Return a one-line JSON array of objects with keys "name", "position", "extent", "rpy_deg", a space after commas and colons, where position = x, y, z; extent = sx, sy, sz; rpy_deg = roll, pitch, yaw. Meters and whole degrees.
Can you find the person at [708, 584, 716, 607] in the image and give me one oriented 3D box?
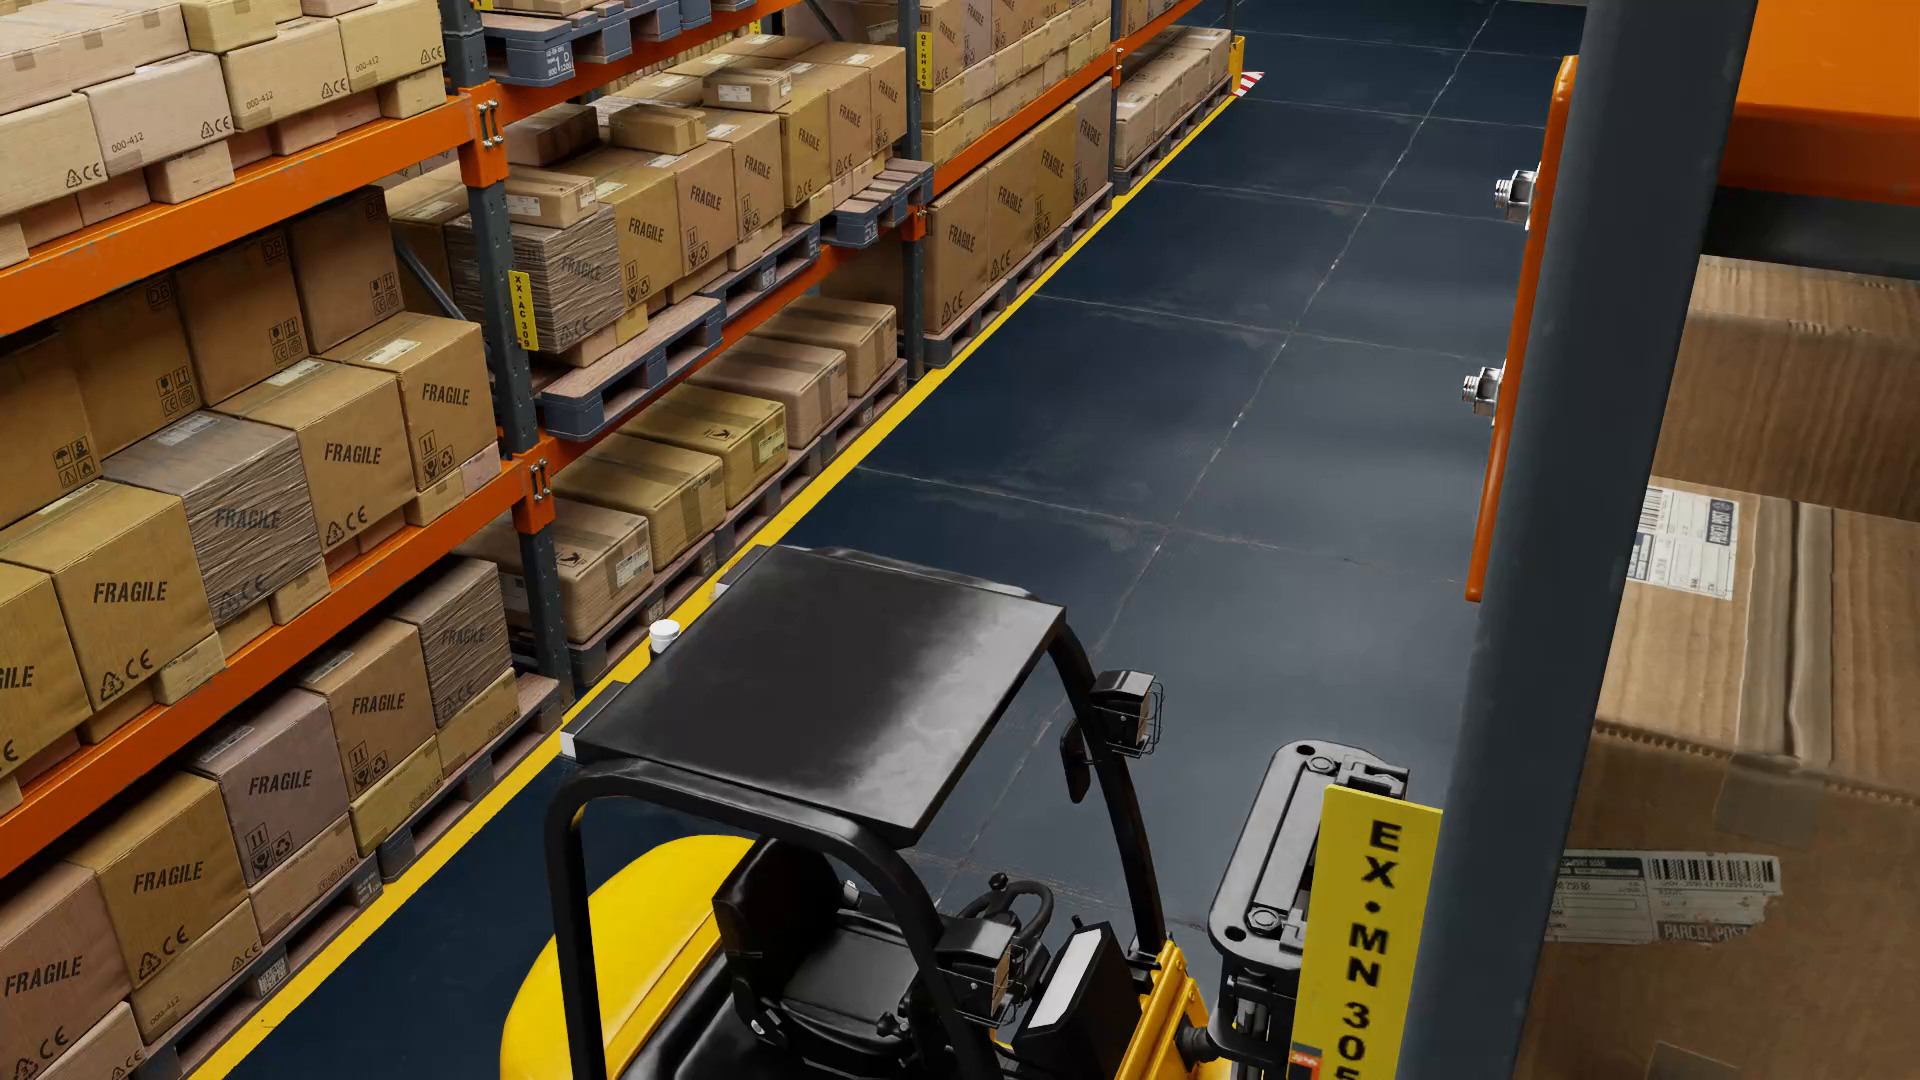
[{"name": "person", "position": [-0.780, 0.484, 7.058], "extent": [0.526, 0.993, 0.926], "rpy_deg": [10, 31, 18]}]
